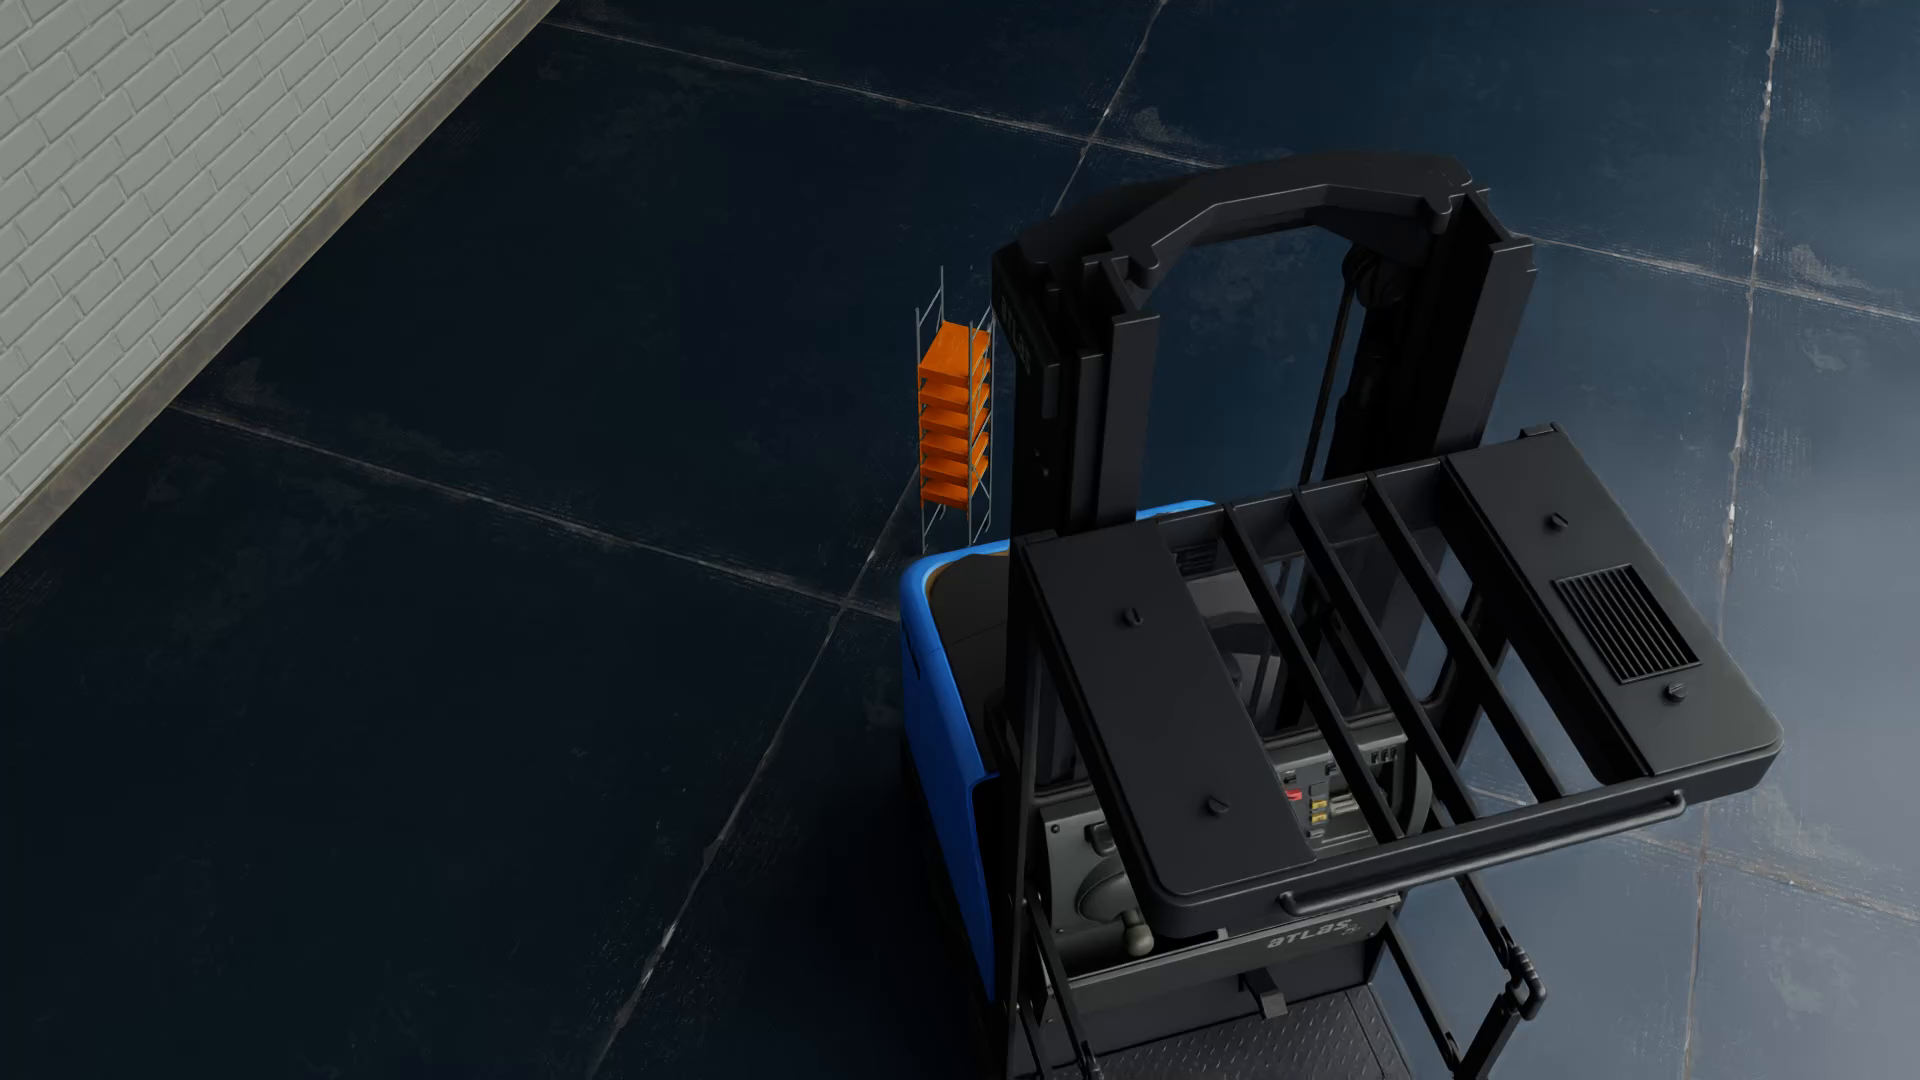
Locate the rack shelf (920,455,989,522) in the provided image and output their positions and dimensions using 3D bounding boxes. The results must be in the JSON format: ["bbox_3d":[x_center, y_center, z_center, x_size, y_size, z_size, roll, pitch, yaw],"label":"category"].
[{"bbox_3d":[-0.014,-0.210,6.015,0.180,0.103,0.258,16,51,13],"label":"rack shelf"}]

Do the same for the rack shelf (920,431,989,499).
[{"bbox_3d":[-0.014,-0.289,5.924,0.180,0.103,0.258,16,51,13],"label":"rack shelf"}]

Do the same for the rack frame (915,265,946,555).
[{"bbox_3d":[-0.099,-0.421,5.821,0.006,1.200,0.240,16,51,13],"label":"rack frame"}]

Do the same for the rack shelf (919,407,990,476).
[{"bbox_3d":[-0.014,-0.368,5.833,0.180,0.103,0.258,16,51,13],"label":"rack shelf"}]

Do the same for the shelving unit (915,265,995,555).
[{"bbox_3d":[-0.014,-0.397,5.800,0.189,1.200,0.258,16,51,13],"label":"shelving unit"}]

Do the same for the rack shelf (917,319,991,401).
[{"bbox_3d":[-0.014,-0.603,5.561,0.180,0.103,0.258,16,51,13],"label":"rack shelf"}]

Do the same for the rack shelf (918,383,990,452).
[{"bbox_3d":[-0.014,-0.446,5.743,0.180,0.103,0.258,16,51,13],"label":"rack shelf"}]

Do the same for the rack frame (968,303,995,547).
[{"bbox_3d":[0.072,-0.373,5.779,0.006,1.200,0.240,16,51,13],"label":"rack frame"}]

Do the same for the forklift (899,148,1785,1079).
[{"bbox_3d":[0.698,0.780,3.635,1.130,2.935,3.031,-12,50,-10],"label":"forklift"}]

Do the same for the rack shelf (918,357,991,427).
[{"bbox_3d":[-0.014,-0.525,5.652,0.180,0.103,0.258,16,51,13],"label":"rack shelf"}]
